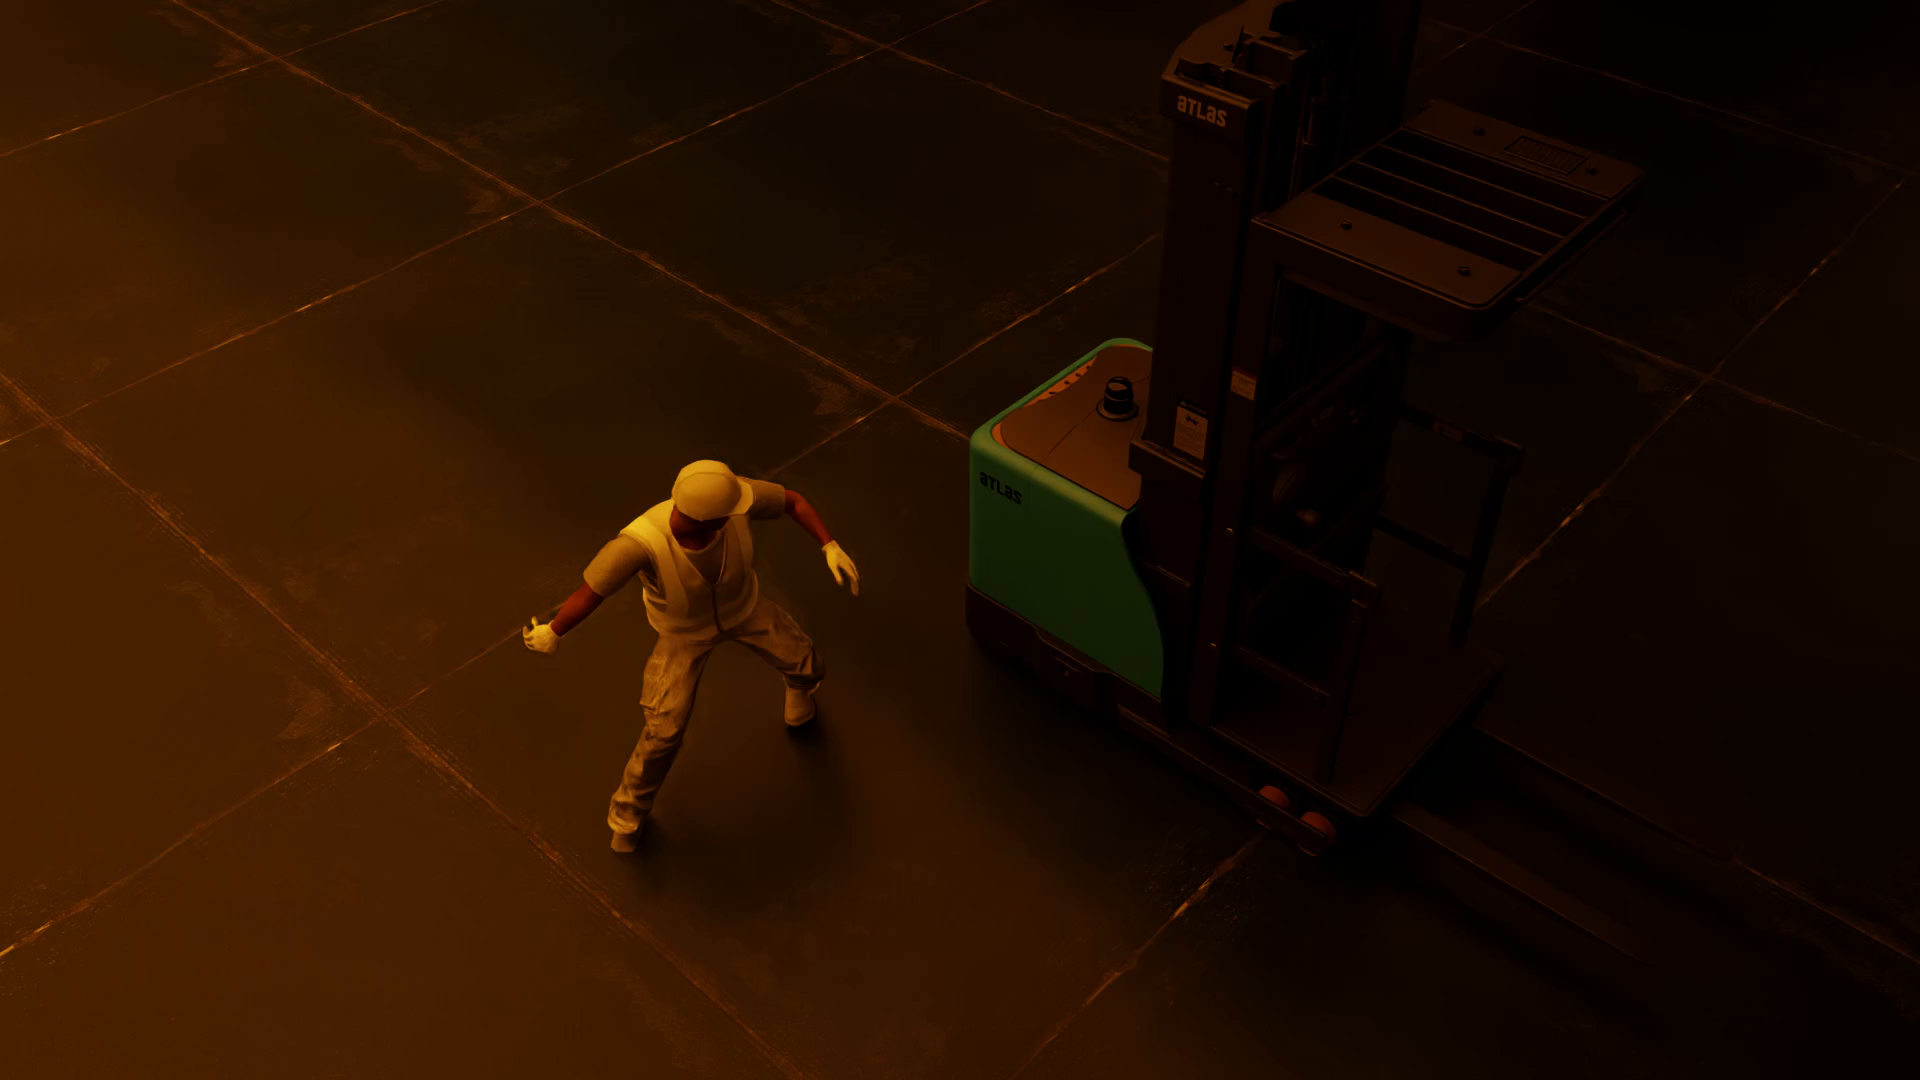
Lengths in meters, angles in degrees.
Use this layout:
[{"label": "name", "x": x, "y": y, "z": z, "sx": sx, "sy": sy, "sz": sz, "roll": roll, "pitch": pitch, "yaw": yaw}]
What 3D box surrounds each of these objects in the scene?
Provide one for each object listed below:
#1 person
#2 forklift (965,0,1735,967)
[{"label": "person", "x": -0.966, "y": 0.354, "z": 6.118, "sx": 1.147, "sy": 1.731, "sz": 0.583, "roll": -21, "pitch": 45, "yaw": -23}, {"label": "forklift", "x": 1.459, "y": -0.310, "z": 5.789, "sx": 3.031, "sy": 2.935, "sz": 1.130, "roll": 30, "pitch": 49, "yaw": 30}]
